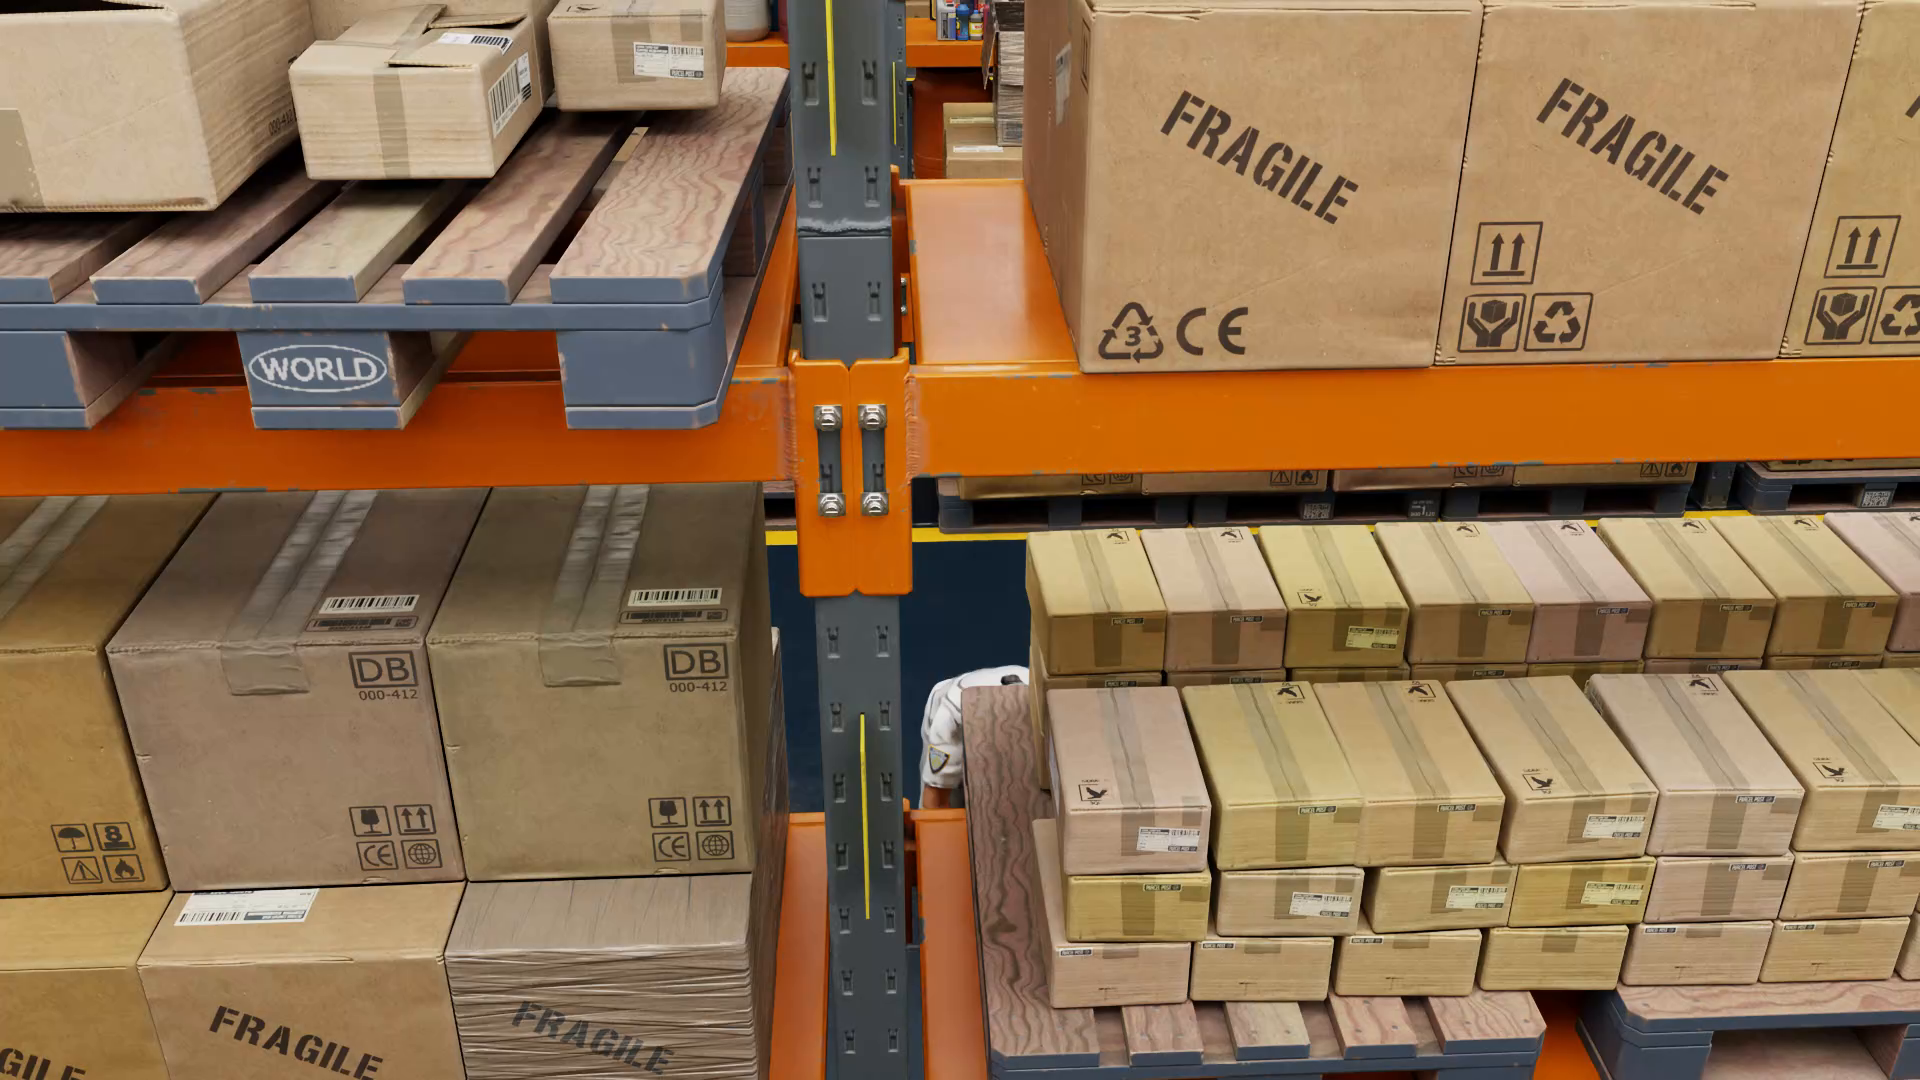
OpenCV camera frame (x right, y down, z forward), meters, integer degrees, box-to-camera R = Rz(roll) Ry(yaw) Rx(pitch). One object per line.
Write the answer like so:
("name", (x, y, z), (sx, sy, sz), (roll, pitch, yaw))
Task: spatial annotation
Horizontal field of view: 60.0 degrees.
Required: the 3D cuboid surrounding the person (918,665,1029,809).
("person", (0.113, 0.741, 5.512), (0.528, 0.930, 0.860), (-1, 28, -2))
